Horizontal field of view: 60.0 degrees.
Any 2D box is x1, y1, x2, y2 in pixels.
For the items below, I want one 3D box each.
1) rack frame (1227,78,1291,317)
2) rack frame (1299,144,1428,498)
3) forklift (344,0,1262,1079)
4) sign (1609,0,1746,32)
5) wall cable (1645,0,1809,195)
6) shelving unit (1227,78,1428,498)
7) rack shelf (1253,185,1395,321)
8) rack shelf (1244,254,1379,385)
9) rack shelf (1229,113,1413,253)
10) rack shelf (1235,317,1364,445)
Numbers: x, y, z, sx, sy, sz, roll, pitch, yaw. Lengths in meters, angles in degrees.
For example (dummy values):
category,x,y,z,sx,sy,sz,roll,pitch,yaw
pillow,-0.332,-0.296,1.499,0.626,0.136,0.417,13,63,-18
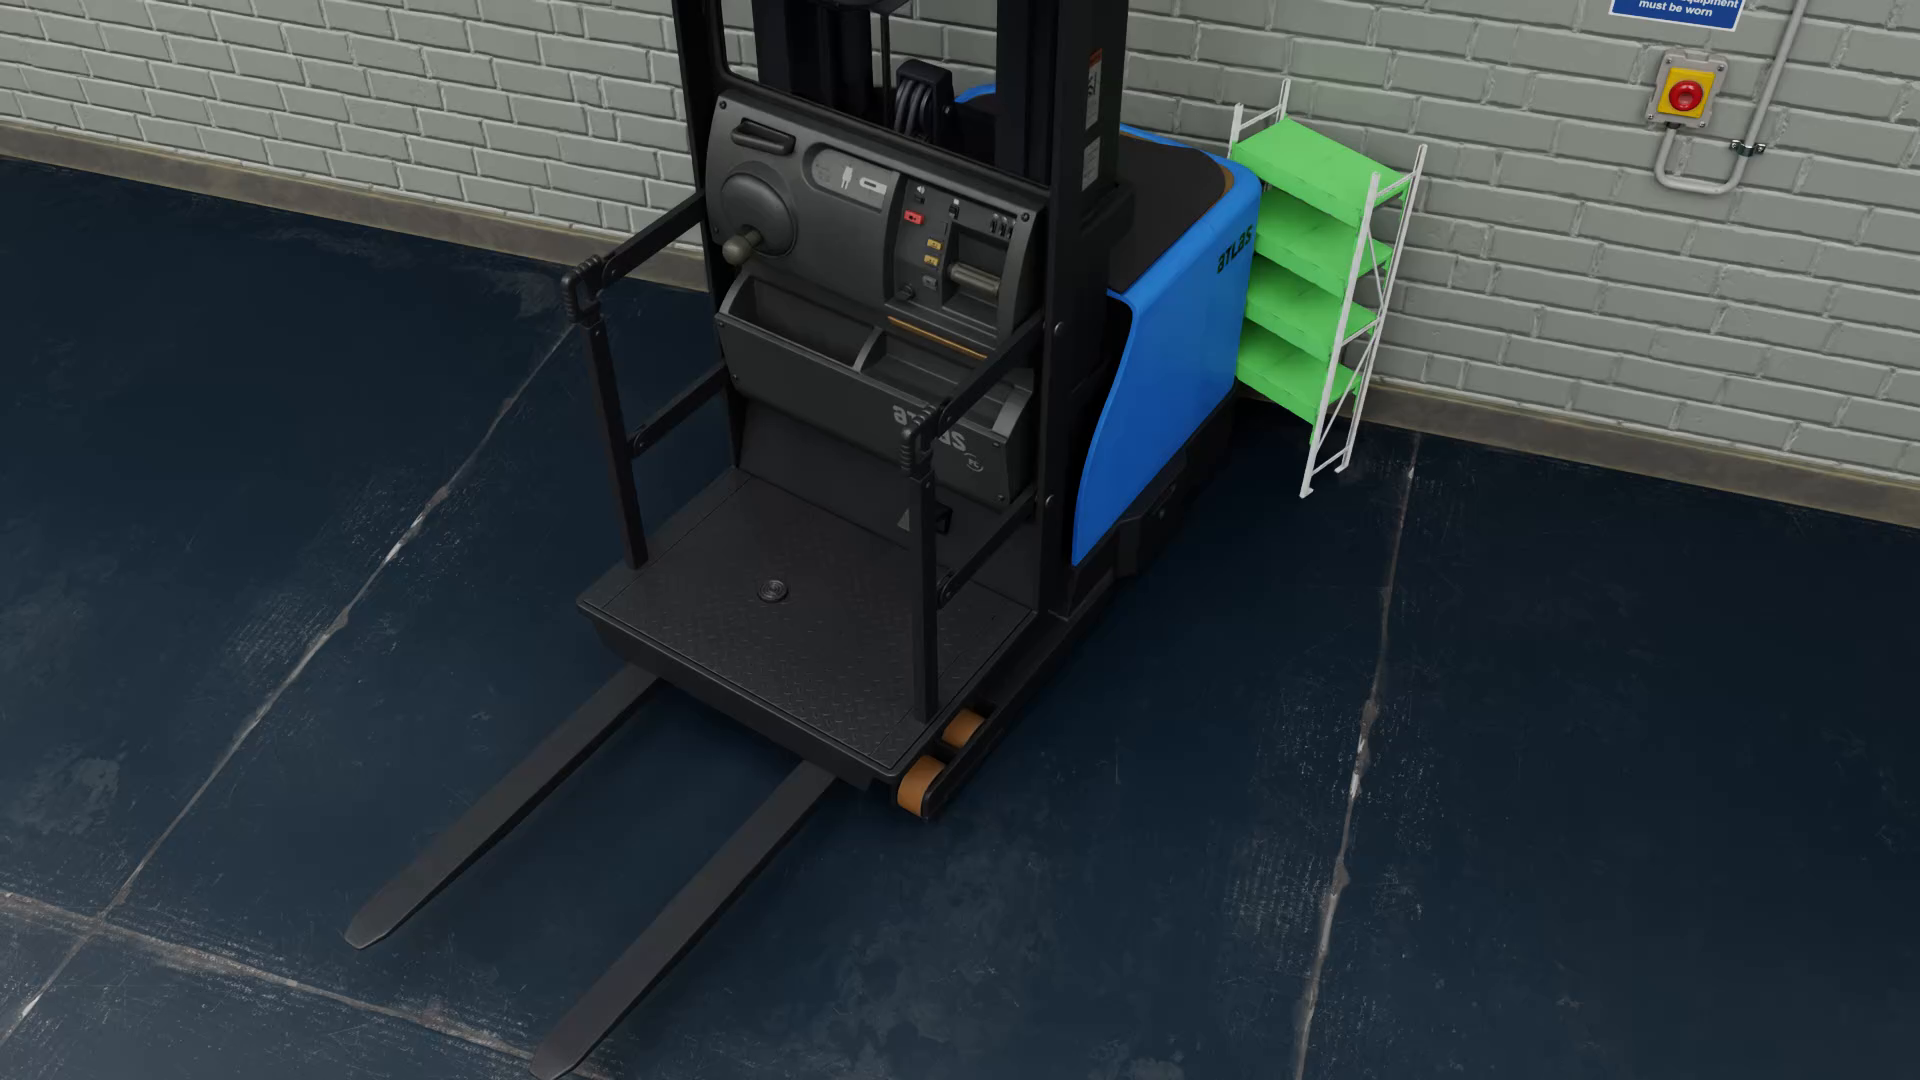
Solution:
category,x,y,z,sx,sy,sz,roll,pitch,yaw
rack frame,0.873,-0.878,5.278,0.240,1.200,0.015,-32,54,-30
rack frame,1.207,-0.624,5.028,0.240,1.200,0.015,-32,54,-30
forklift,-0.348,-0.687,3.856,1.130,2.935,3.031,25,50,24
sign,1.922,-1.475,4.420,0.327,0.218,0.001,13,46,13
wall cable,1.949,-1.702,4.096,0.585,1.953,0.123,13,46,13
shelving unit,1.040,-0.751,5.153,0.258,1.200,0.503,-32,54,-30
rack shelf,1.044,-0.877,5.031,0.258,0.148,0.480,-32,54,-30
rack shelf,1.038,-0.705,5.198,0.258,0.148,0.480,-32,54,-30
rack shelf,1.050,-1.050,4.864,0.258,0.148,0.480,-32,54,-30
rack shelf,1.032,-0.533,5.365,0.258,0.148,0.480,-32,54,-30
